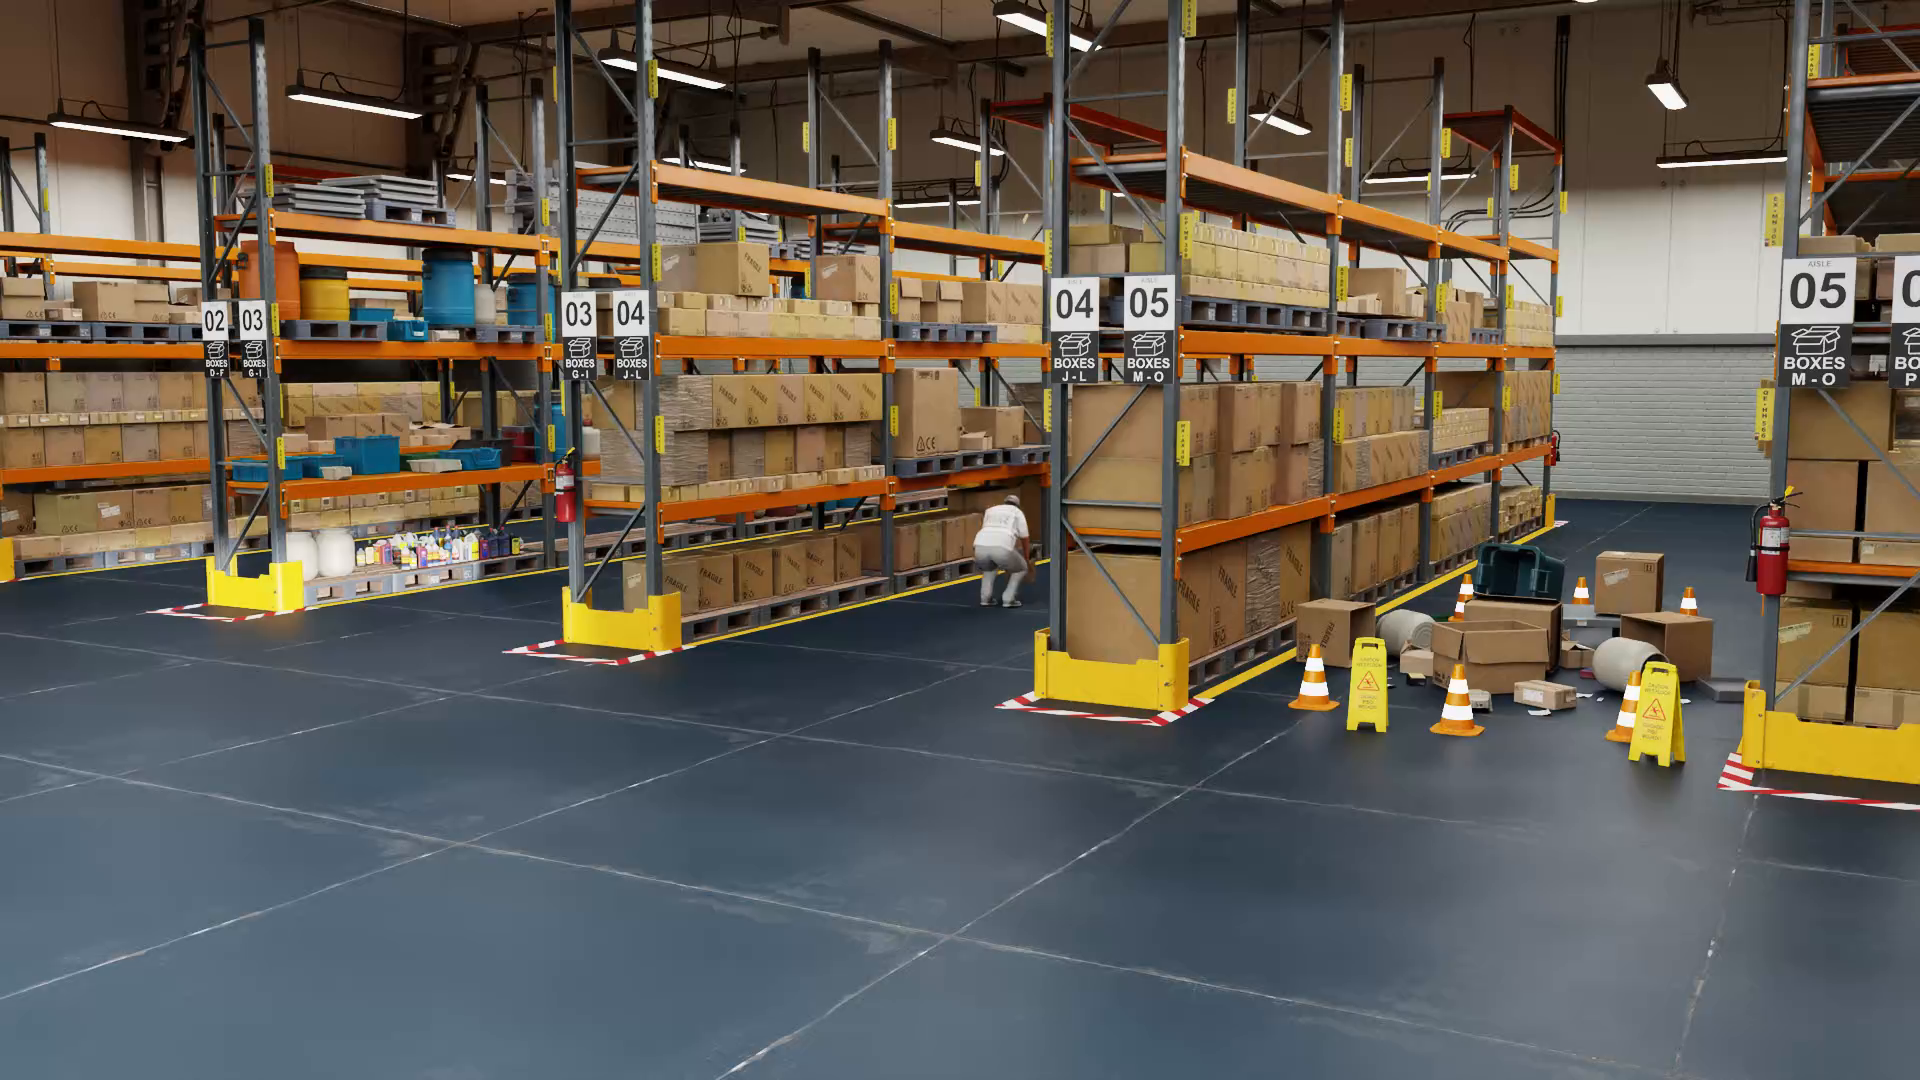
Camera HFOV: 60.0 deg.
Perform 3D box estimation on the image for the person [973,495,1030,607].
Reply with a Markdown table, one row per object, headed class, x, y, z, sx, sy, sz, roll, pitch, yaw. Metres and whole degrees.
| class | x | y | z | sx | sy | sz | roll | pitch | yaw |
| --- | --- | --- | --- | --- | --- | --- | --- | --- | --- |
| person | 0.436 | 0.119 | 17.670 | 0.540 | 1.158 | 0.817 | 3 | 7 | 28 |
